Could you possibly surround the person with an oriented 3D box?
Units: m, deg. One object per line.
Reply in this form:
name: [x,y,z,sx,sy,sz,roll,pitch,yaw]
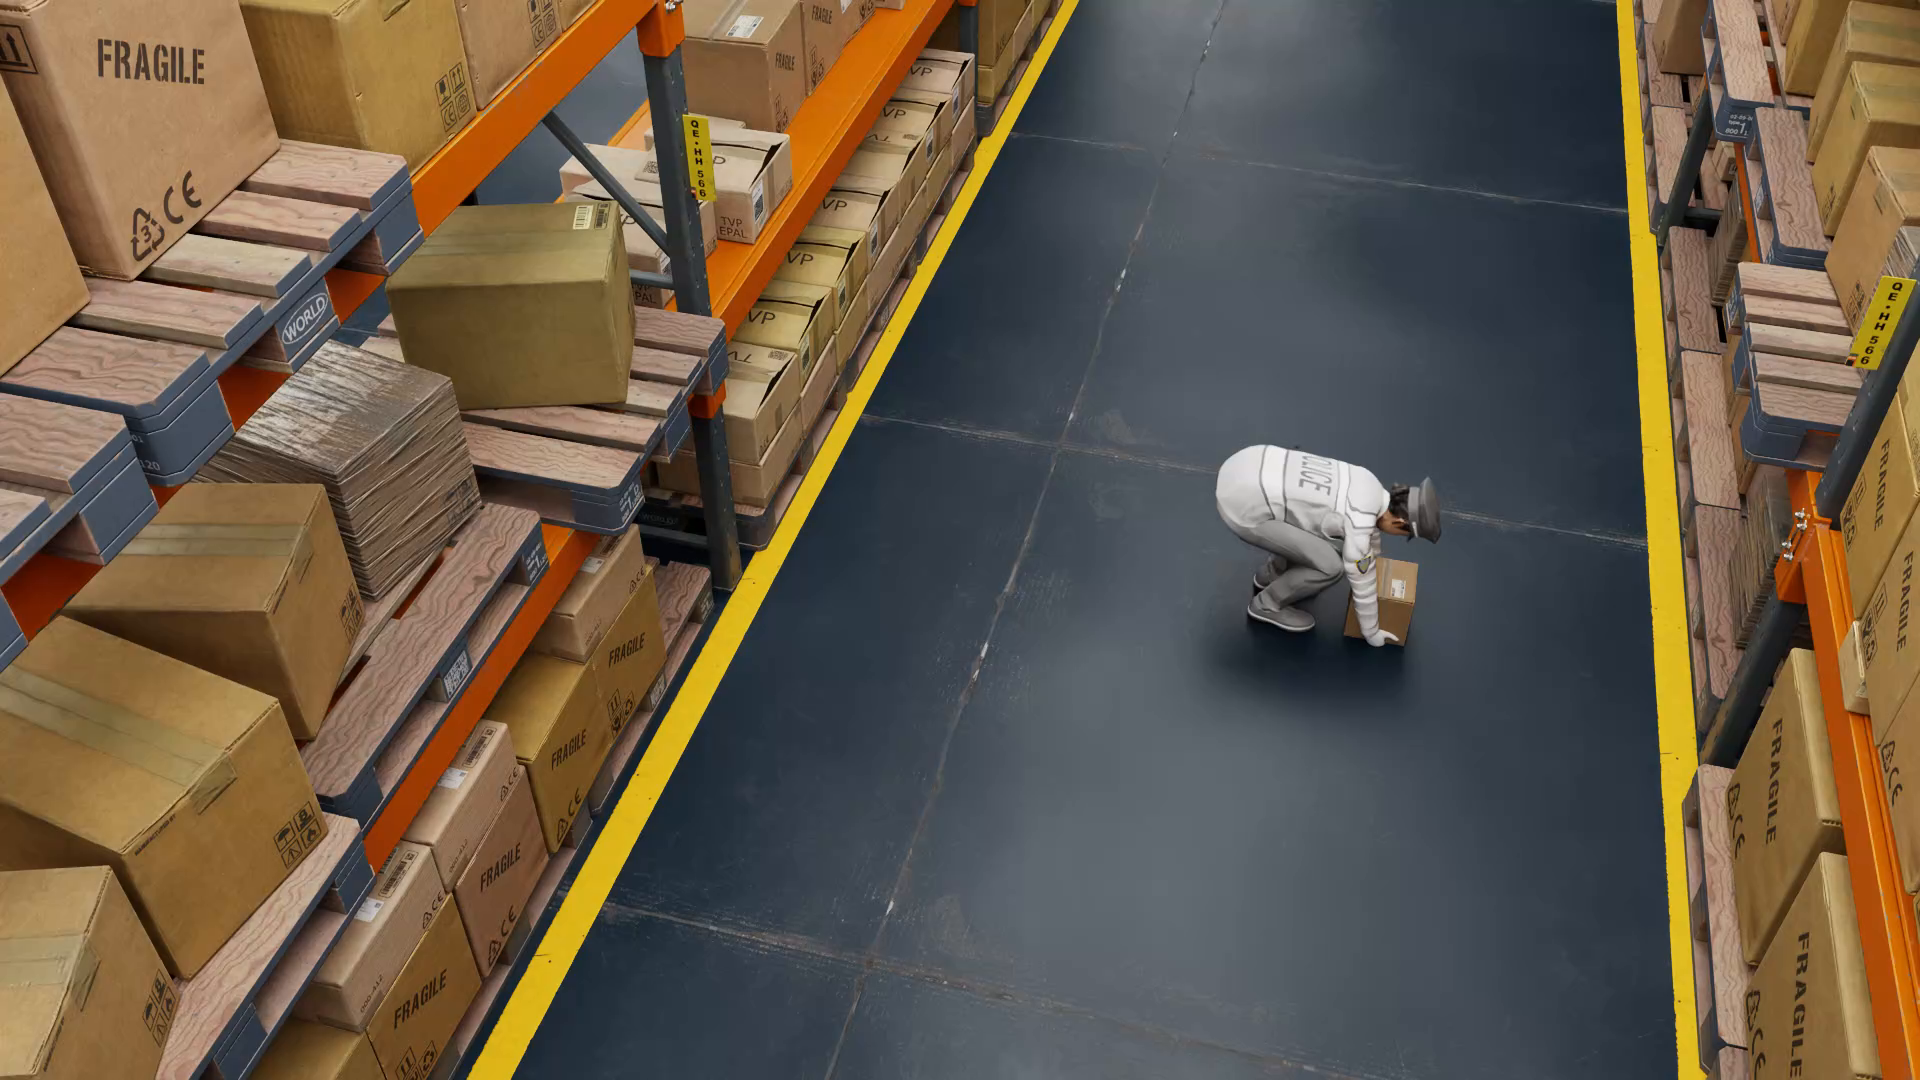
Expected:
person: [1.490,0.008,6.840,0.910,0.783,0.443,9,42,10]
